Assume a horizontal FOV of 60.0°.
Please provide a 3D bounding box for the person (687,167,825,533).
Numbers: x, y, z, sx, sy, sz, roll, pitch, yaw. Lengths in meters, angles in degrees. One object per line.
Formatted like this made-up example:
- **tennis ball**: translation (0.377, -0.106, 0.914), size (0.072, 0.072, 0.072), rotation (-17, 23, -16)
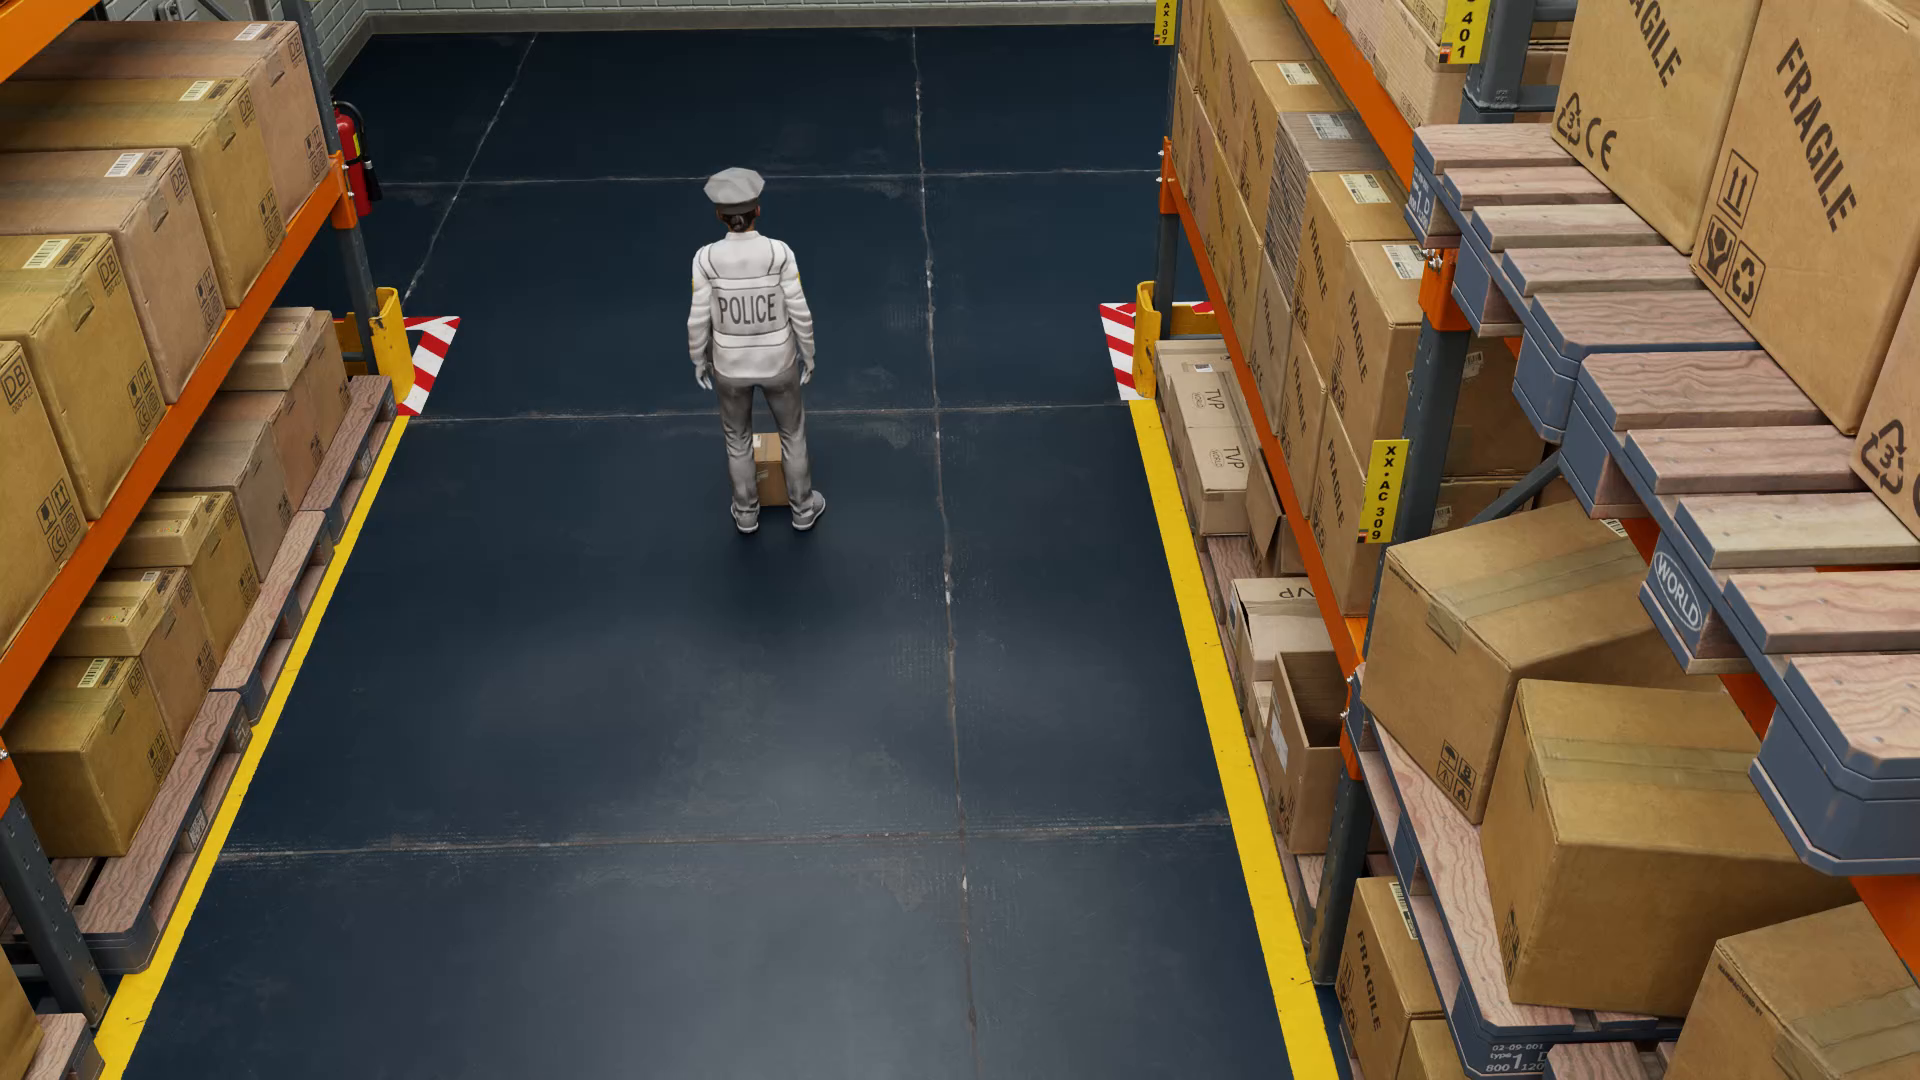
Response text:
- **person**: translation (-0.894, -0.770, 7.223), size (0.544, 1.666, 0.370), rotation (-3, 36, -4)
